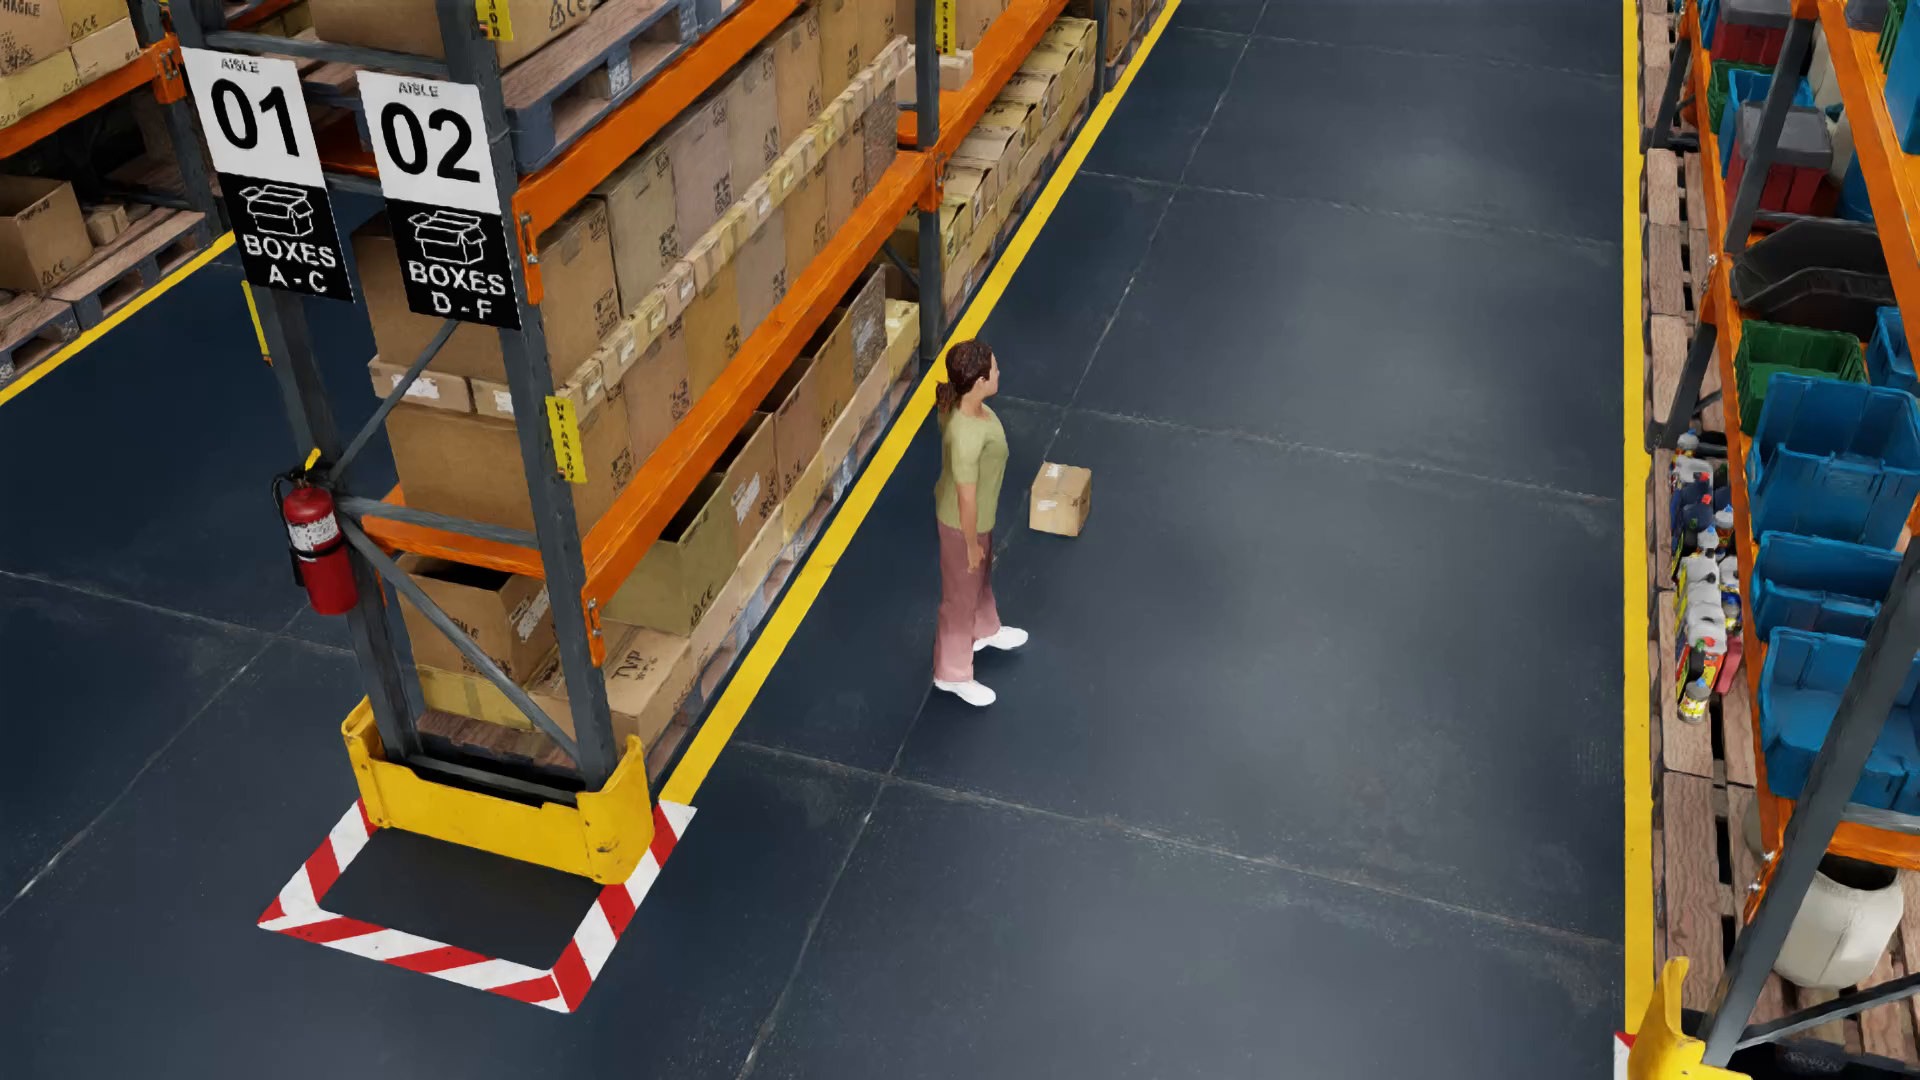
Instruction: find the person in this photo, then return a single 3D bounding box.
[{"bbox_3d":[0.095,-0.081,6.985,0.451,1.642,0.524,-3,37,-4],"label":"person"}]
